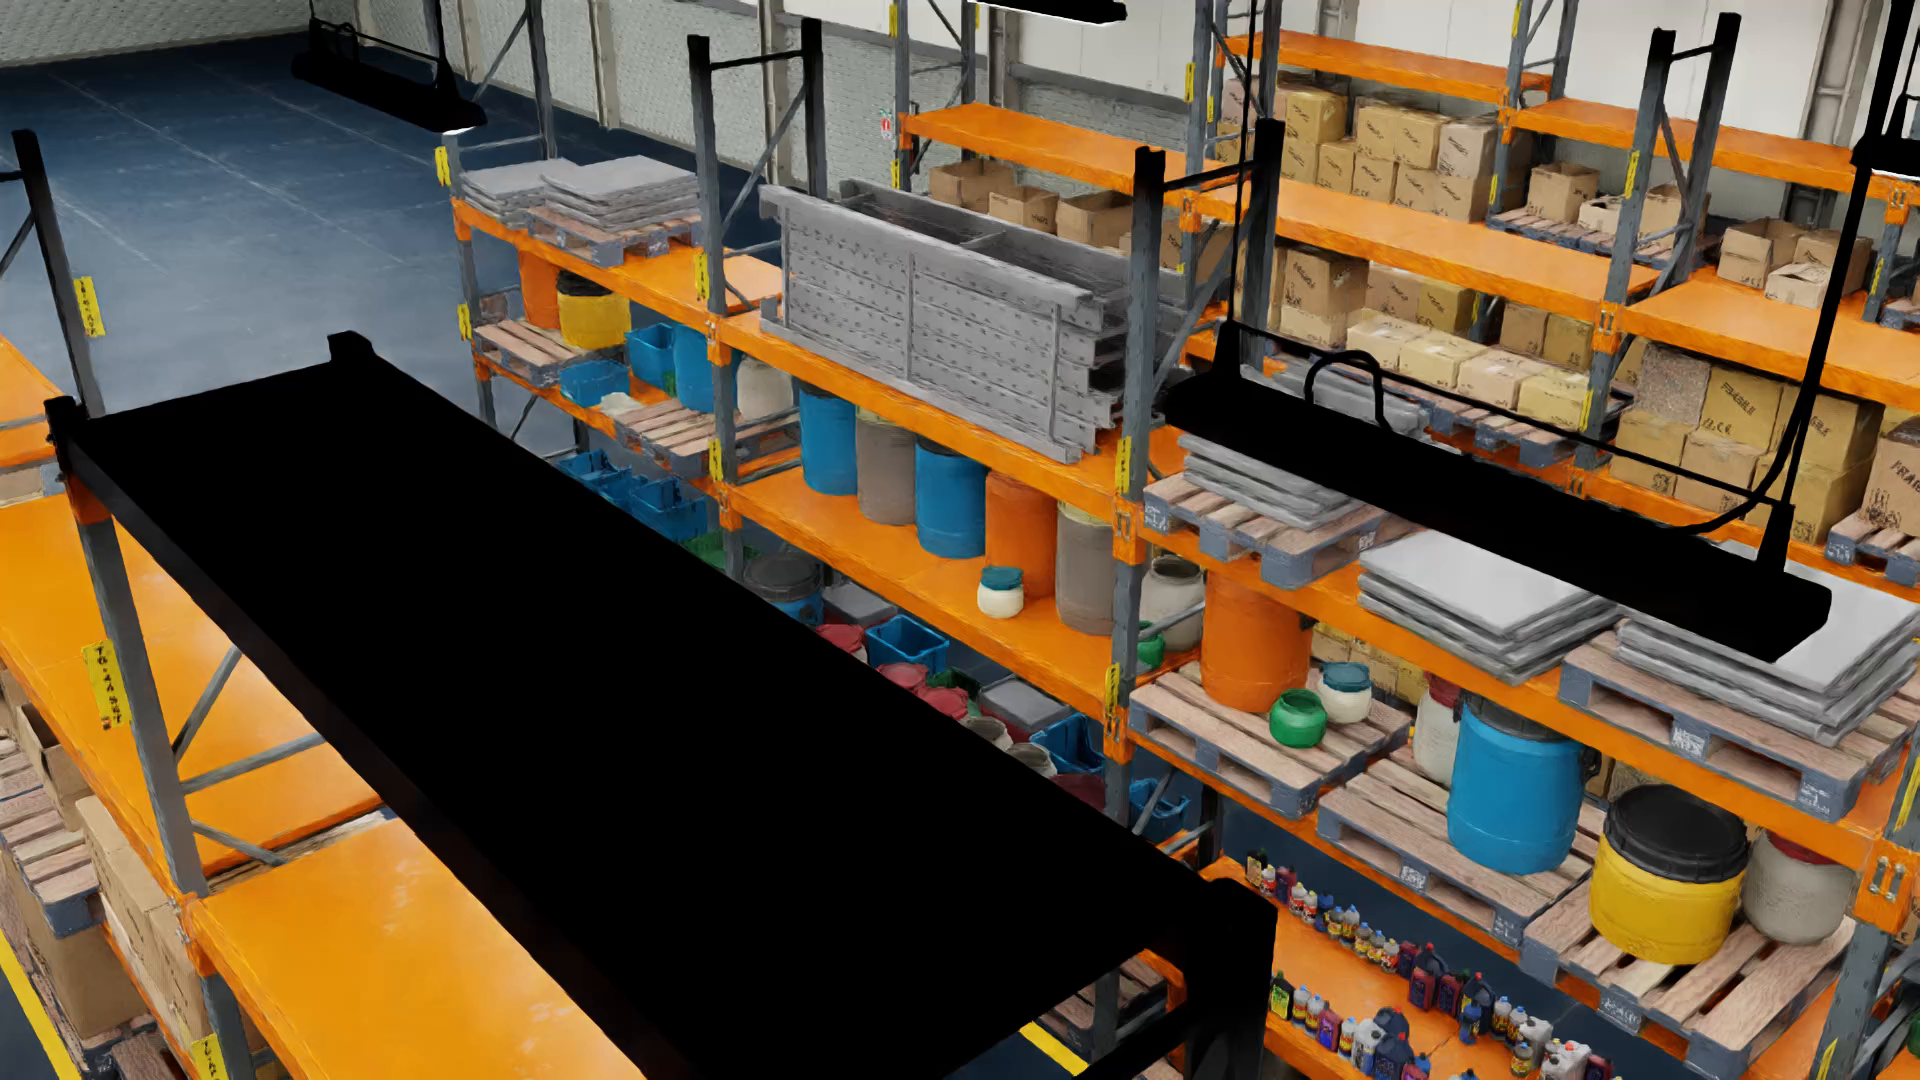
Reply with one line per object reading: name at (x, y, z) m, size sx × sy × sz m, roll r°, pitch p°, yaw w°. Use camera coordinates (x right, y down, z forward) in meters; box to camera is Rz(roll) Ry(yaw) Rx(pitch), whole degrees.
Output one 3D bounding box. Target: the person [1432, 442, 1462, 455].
person at (4.668, -0.191, 16.063) m, size 0.575 × 1.689 × 1.128 m, roll -23°, pitch 35°, yaw -38°
